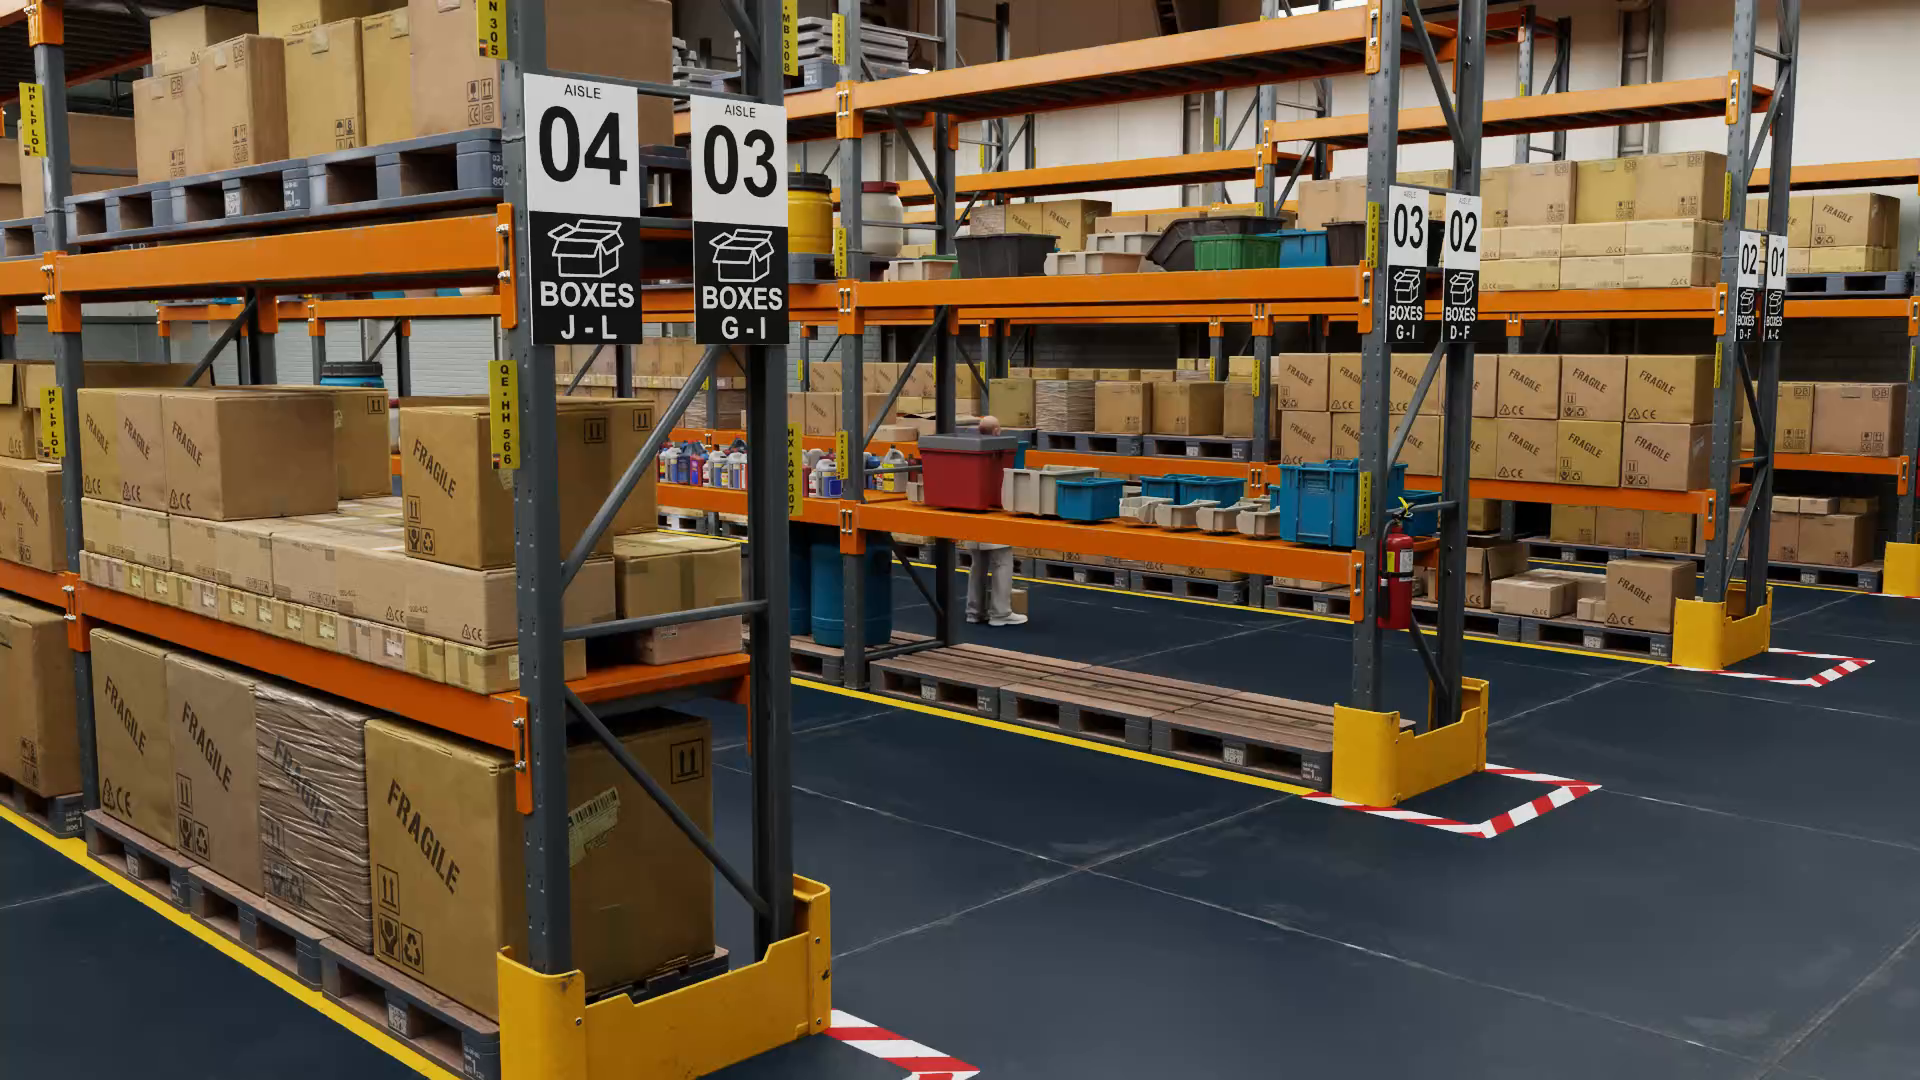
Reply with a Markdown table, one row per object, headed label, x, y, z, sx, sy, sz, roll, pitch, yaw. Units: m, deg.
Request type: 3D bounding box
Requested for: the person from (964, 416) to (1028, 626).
| label | x | y | z | sx | sy | sz | roll | pitch | yaw |
| --- | --- | --- | --- | --- | --- | --- | --- | --- | --- |
| person | 0.241 | -0.170 | 14.228 | 0.645 | 1.772 | 0.429 | 6 | 9 | 40 |
